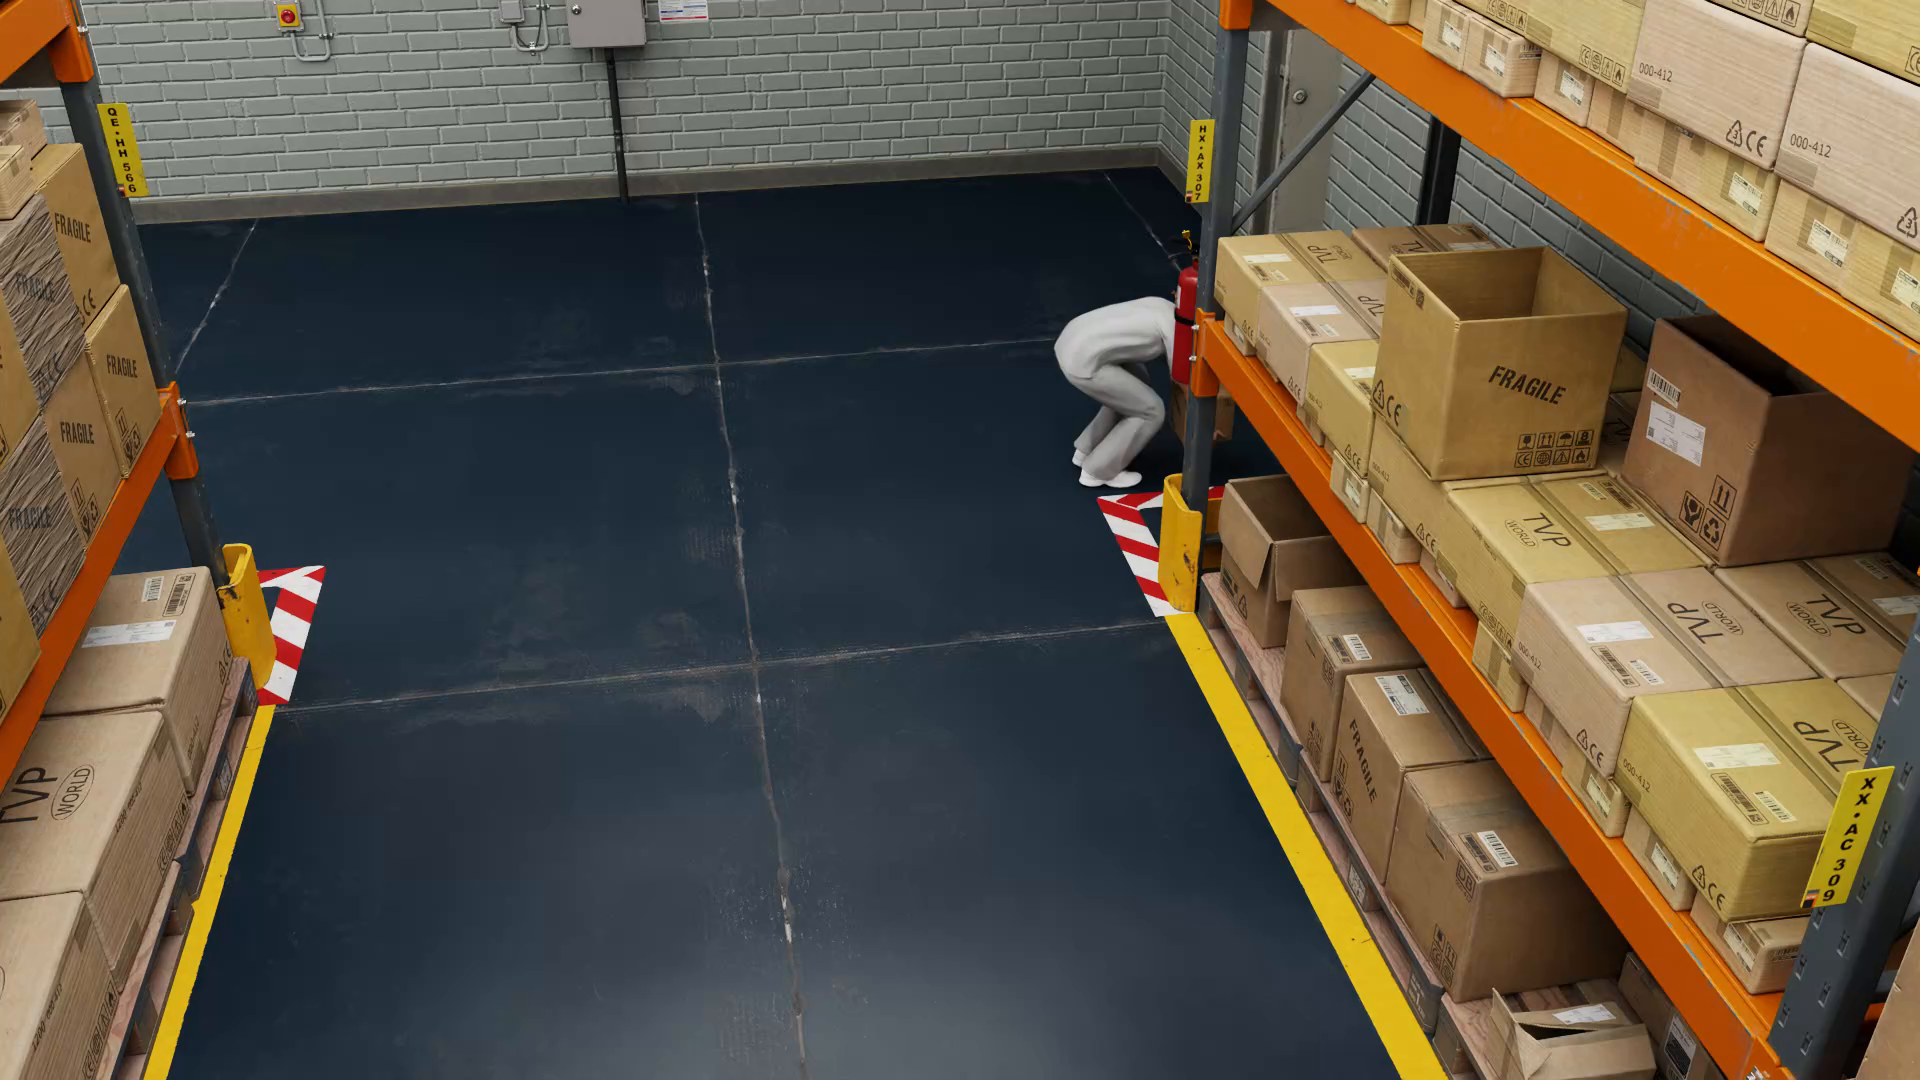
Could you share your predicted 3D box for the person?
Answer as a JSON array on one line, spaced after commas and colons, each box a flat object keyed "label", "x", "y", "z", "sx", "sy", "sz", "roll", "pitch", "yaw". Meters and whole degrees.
[{"label": "person", "x": 0.886, "y": -0.759, "z": 8.106, "sx": 0.861, "sy": 0.960, "sz": 0.477, "roll": -4, "pitch": 31, "yaw": -6}]
